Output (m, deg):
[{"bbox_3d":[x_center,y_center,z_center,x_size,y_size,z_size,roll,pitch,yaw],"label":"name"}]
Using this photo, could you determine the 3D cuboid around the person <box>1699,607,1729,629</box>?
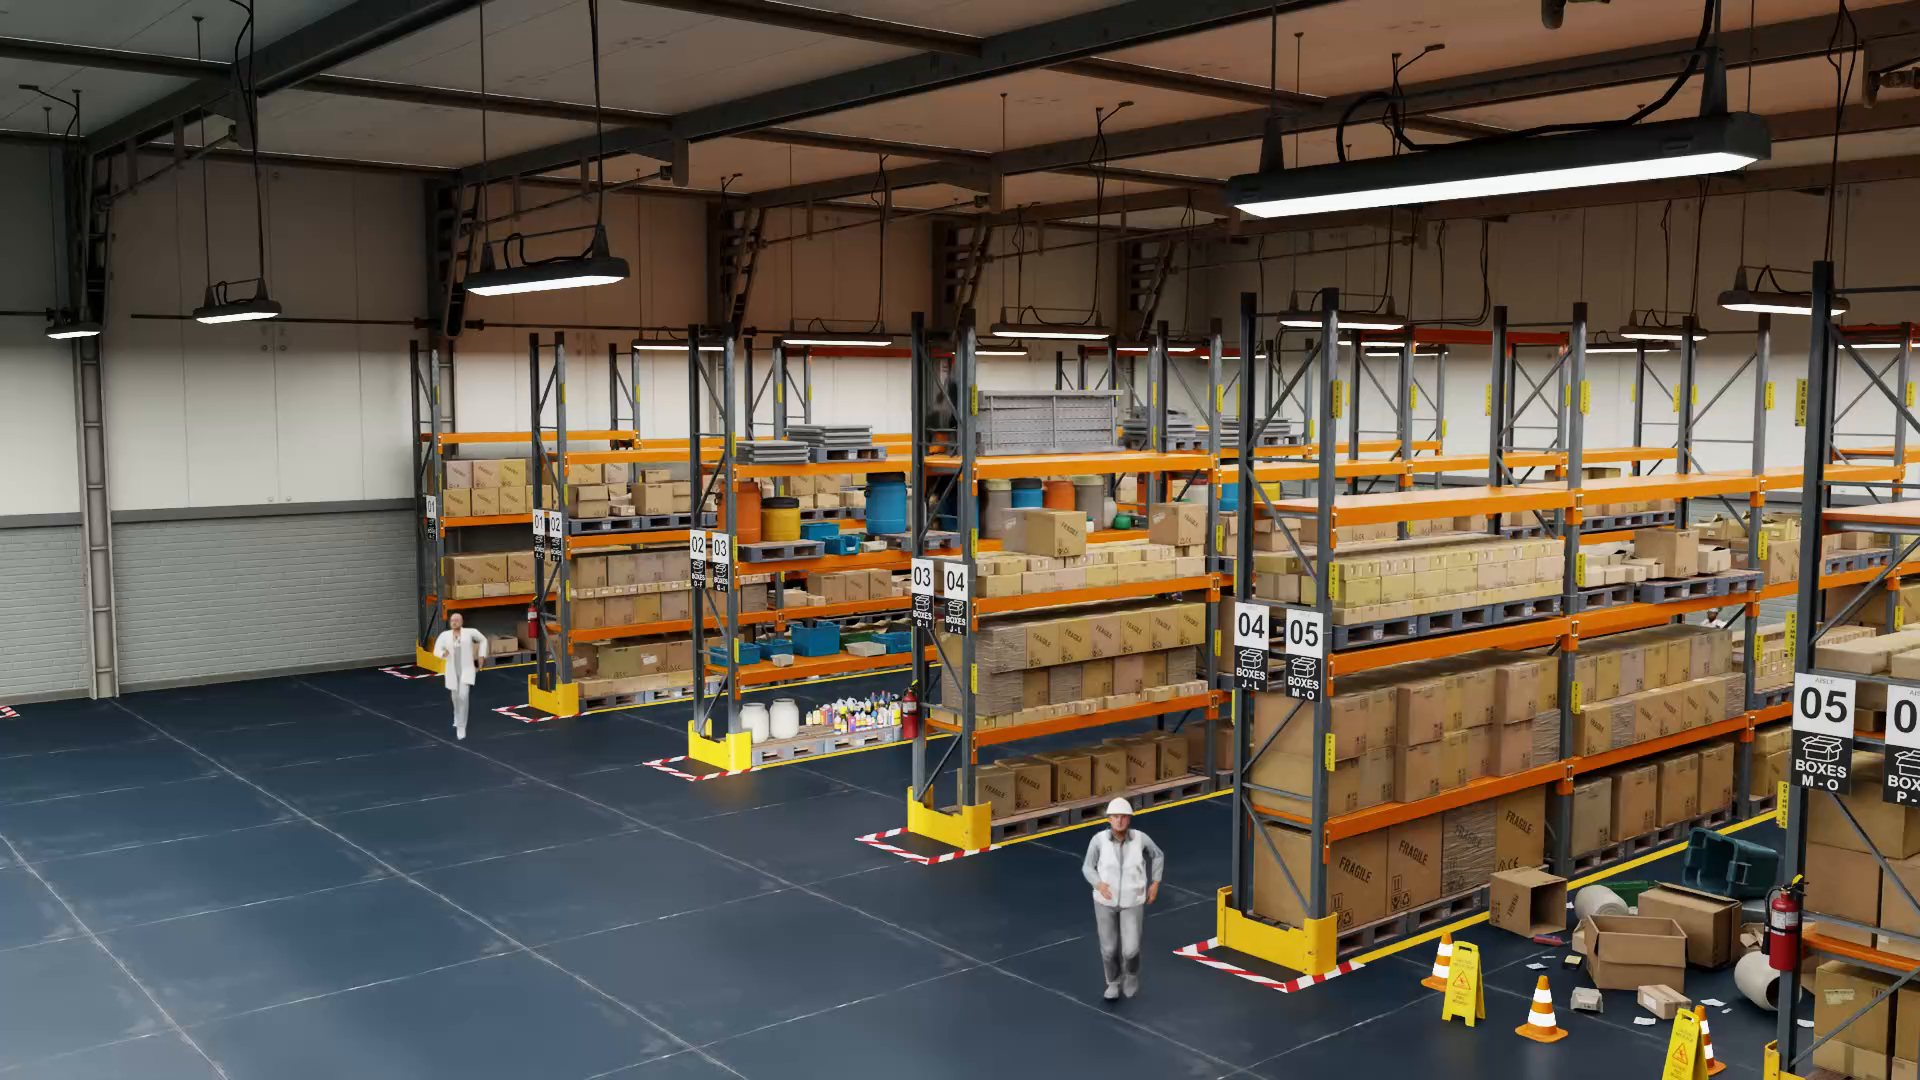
[{"bbox_3d":[12.203,1.852,26.976,0.544,1.675,0.587,-4,7,-39],"label":"person"}]

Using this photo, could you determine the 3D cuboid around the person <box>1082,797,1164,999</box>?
[{"bbox_3d":[1.354,3.009,13.856,0.683,1.731,0.628,1,5,6],"label":"person"}]

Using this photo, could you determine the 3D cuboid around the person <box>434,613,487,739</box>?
[{"bbox_3d":[-7.430,1.988,24.789,0.731,1.832,0.993,0,5,-3],"label":"person"}]
